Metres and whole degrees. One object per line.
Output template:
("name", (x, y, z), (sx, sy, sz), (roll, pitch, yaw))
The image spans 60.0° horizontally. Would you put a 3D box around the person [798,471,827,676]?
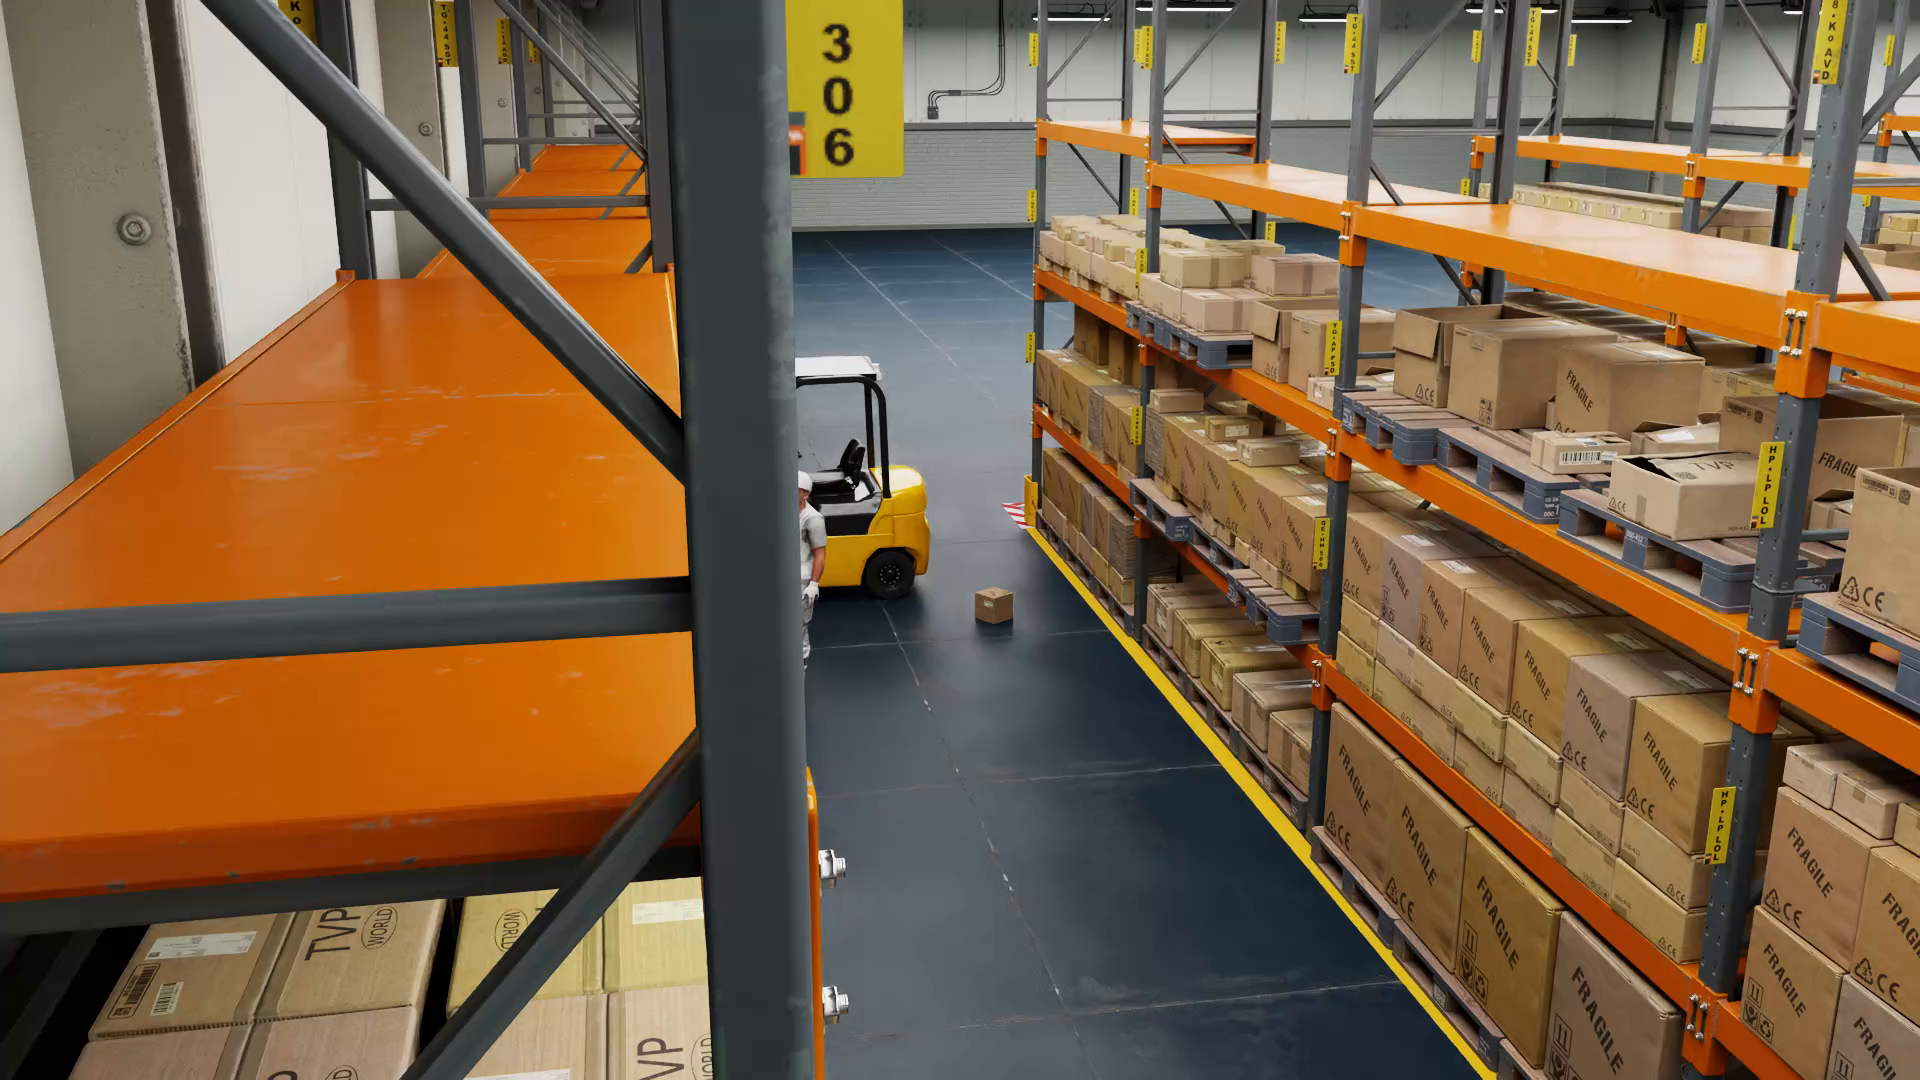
("person", (-1.399, 0.335, 13.302), (0.637, 1.789, 0.564), (15, 22, 41))
